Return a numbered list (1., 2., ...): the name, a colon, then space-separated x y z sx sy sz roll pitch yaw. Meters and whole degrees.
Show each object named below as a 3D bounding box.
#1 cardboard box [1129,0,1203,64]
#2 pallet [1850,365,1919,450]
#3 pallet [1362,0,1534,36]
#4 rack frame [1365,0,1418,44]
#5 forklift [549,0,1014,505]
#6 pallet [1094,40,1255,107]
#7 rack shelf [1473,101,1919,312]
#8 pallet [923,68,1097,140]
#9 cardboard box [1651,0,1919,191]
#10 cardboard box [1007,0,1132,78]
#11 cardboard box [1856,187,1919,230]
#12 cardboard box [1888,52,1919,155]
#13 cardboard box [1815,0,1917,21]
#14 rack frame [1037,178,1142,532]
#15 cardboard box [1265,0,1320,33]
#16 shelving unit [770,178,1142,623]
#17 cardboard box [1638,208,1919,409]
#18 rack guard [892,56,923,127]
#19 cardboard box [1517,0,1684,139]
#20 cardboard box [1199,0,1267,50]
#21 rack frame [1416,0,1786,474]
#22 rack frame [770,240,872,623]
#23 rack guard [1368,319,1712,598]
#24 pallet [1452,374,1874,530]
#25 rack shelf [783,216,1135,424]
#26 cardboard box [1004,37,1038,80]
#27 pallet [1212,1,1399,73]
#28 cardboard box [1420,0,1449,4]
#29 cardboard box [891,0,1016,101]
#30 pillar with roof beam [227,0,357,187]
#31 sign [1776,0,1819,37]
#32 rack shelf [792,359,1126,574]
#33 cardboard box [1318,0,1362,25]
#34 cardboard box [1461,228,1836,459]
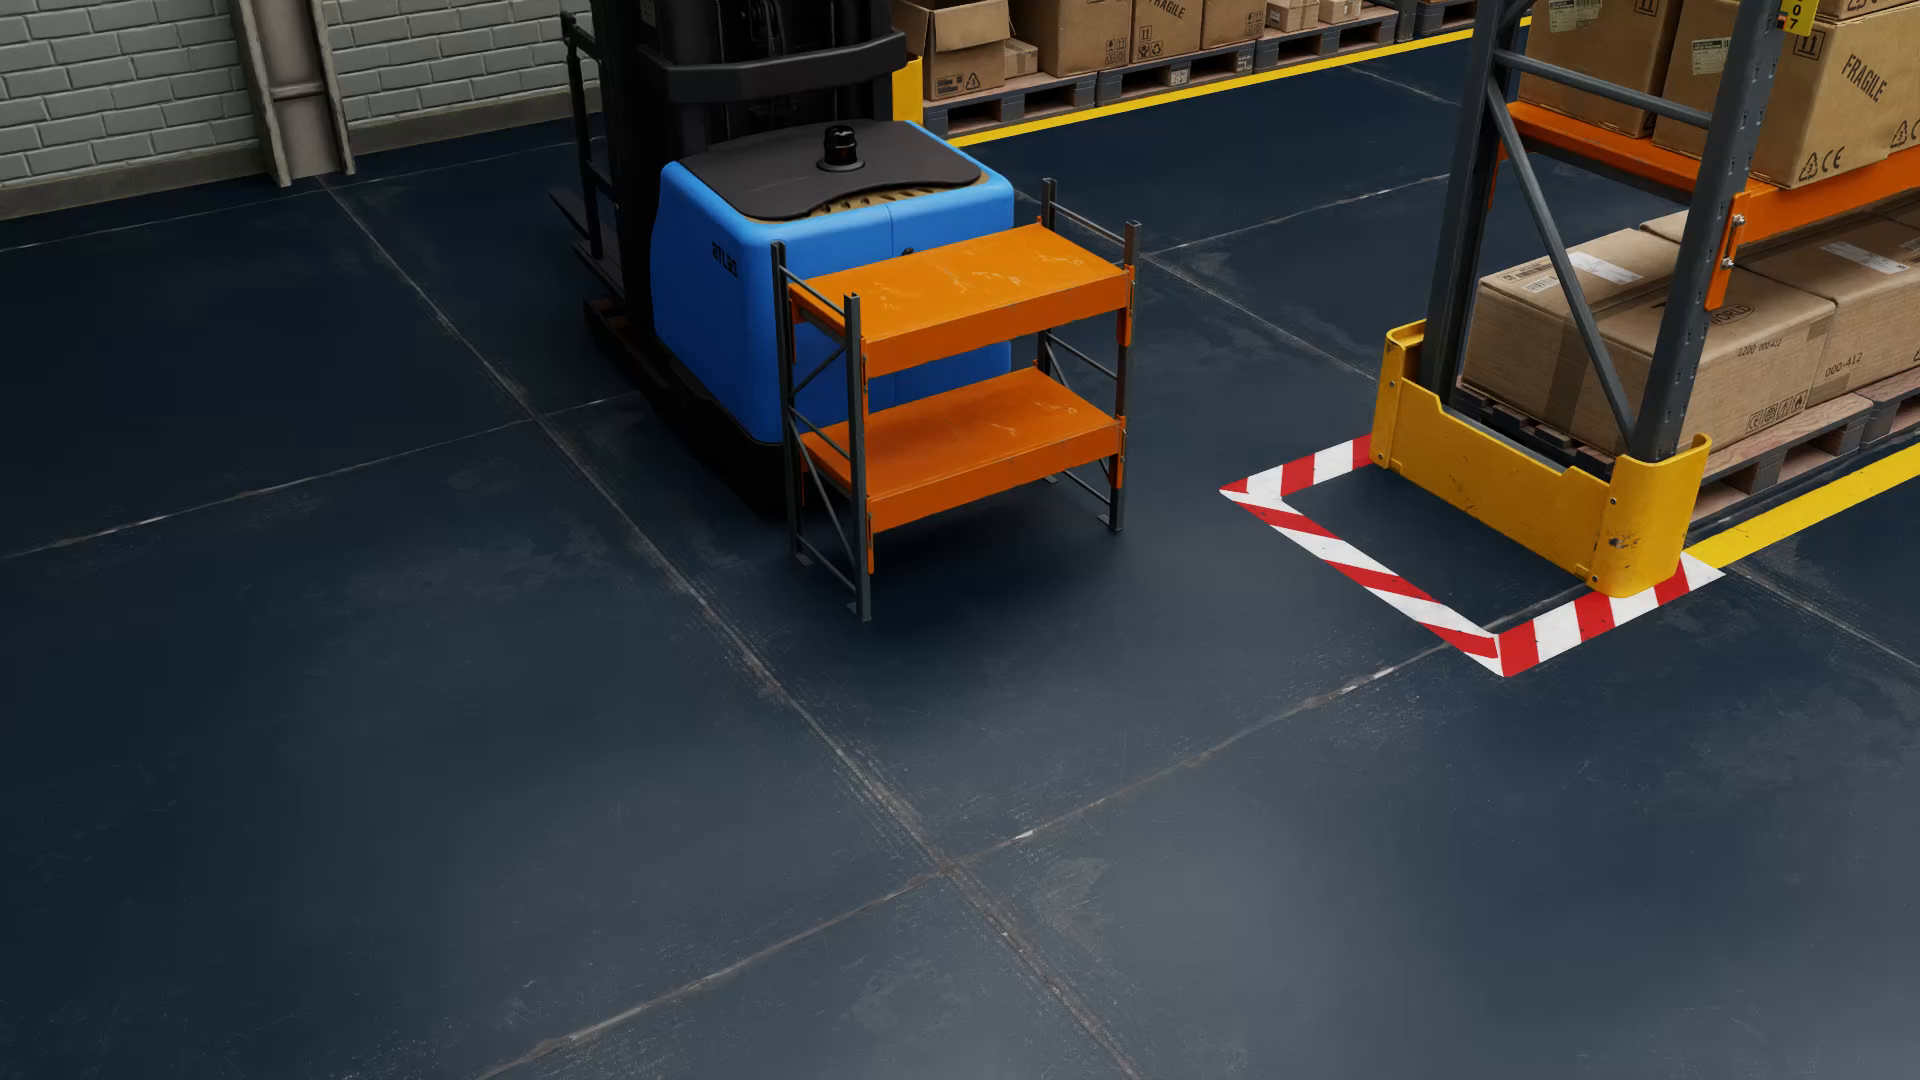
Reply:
1. cardboard box: 1.101 -3.200 9.960 0.500 0.500 0.500 -18 37 -26
2. pallet: 3.644 -0.820 6.852 1.213 0.211 1.003 -19 37 -27
3. pallet: 3.323 -3.836 11.634 1.213 0.211 1.003 -19 37 -27
4. rack frame: 2.660 -4.764 10.490 0.127 3.000 1.000 -19 37 -27
5. forklift: -0.952 -2.120 6.364 1.130 2.935 3.031 -16 36 -24
6. pallet: 1.056 -3.031 10.358 1.213 0.211 1.003 -19 37 -27
7. rack shelf: 3.671 -1.656 6.239 4.000 0.370 1.077 -19 37 -27
8. pallet: 0.031 -2.681 9.802 1.213 0.211 1.003 -19 37 -27
9. cardboard box: 2.549 -1.435 5.119 0.500 0.500 0.500 -19 37 -28
10. cardboard box: 0.603 -3.092 9.789 0.500 0.500 0.700 -17 36 -25
11. cardboard box: 4.014 -1.240 6.913 0.875 0.438 0.875 -20 37 -29
12. cardboard box: 2.959 -1.594 5.371 0.500 0.500 0.500 -20 37 -28
13. cardboard box: 2.548 -1.859 4.854 0.500 0.500 0.500 -20 37 -28
14. rack frame: 0.422 -0.621 5.680 0.032 1.125 0.500 -19 37 -27
15. cardboard box: 2.051 -3.389 10.480 0.258 0.266 0.396 -18 36 -26
16. shelving unit: -0.006 -0.474 5.447 1.048 1.125 0.538 -19 37 -27
17. cardboard box: 3.256 -0.980 6.501 0.875 0.438 0.875 -18 36 -26
18. rack guard: -0.638 -2.572 9.359 0.348 0.500 1.175 -19 37 -27
19. cardboard box: 2.252 -1.683 5.513 0.500 0.500 0.500 -19 37 -27
20. cardboard box: 1.475 -3.392 10.265 0.500 0.500 0.700 -20 38 -29
21. rack frame: 1.990 -1.383 5.130 0.127 3.000 1.000 -19 37 -27
22. rack frame: -0.433 -0.327 5.214 0.032 1.125 0.500 -19 37 -27
23. rack guard: 1.970 -0.318 5.786 0.348 0.500 1.175 -19 37 -27
24. pallet: 2.620 -0.469 6.296 1.213 0.211 1.003 -19 37 -27
25. rack shelf: -0.006 -0.721 5.291 1.000 0.278 0.538 -19 37 -27
26. cardboard box: 0.241 -2.819 9.686 0.250 0.149 0.380 -21 38 -29
27. pallet: 2.082 -3.386 10.920 1.213 0.211 1.003 -19 37 -27
28. cardboard box: 3.188 -3.923 11.107 0.500 0.500 0.500 -17 36 -25
29. cardboard box: -0.137 -2.863 9.424 0.637 0.503 0.797 -21 38 -29
30. pillar with roof beam: -1.124 -3.839 3.401 0.400 9.000 9.100 -19 37 -27
31. sign: 2.286 -1.532 4.481 0.005 0.325 0.100 -19 37 -27
32. rack shelf: -0.006 -0.267 5.577 1.000 0.278 0.538 -19 37 -27
33. cardboard box: 2.351 -3.443 10.675 0.250 0.149 0.380 -20 37 -29
34. cardboard box: 2.491 -0.712 6.075 0.875 0.438 0.875 -20 38 -29
